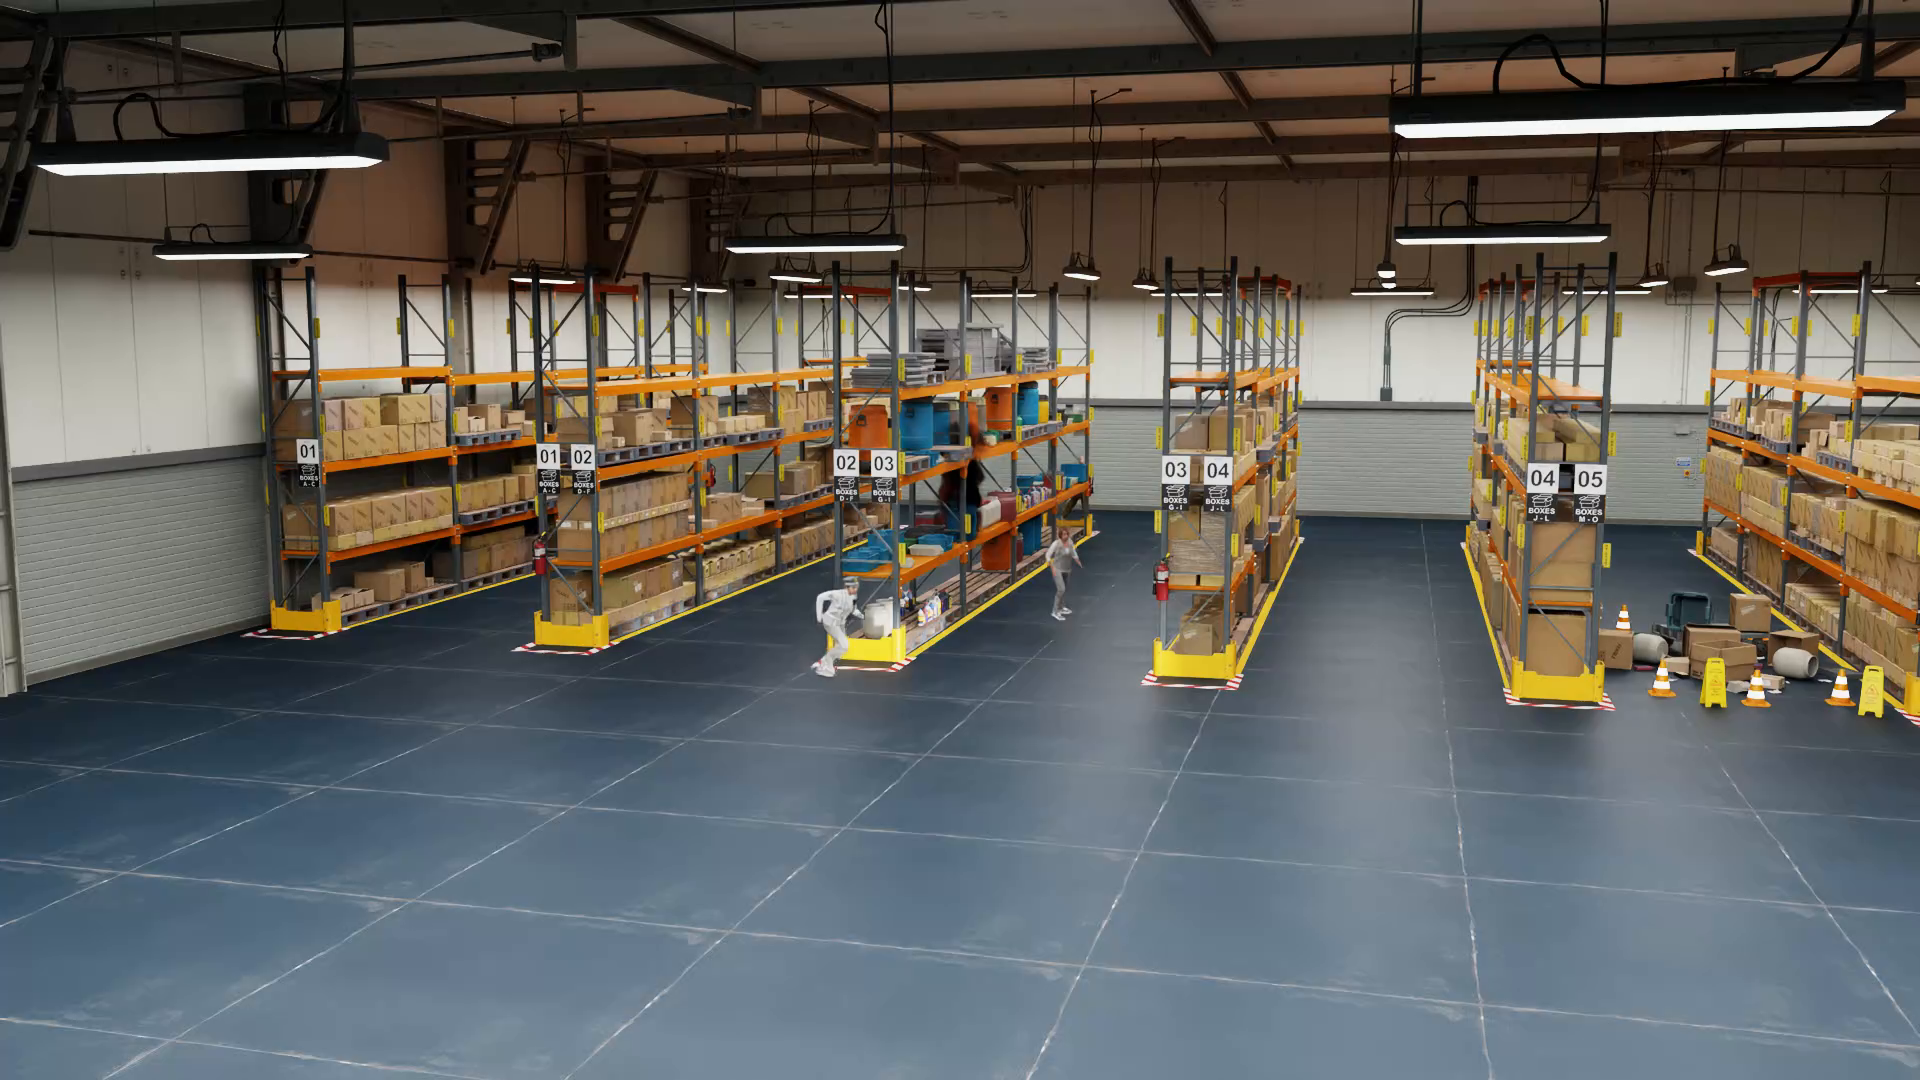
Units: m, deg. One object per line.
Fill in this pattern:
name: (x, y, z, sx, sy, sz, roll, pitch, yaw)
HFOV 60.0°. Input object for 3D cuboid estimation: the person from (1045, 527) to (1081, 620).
person: (1.690, 0.529, 27.203, 0.592, 1.550, 0.741, -5, 9, -36)

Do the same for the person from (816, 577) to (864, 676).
person: (-1.760, 1.248, 23.780, 0.854, 1.496, 0.647, 5, 9, 36)

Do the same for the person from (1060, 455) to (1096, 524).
person: (3.085, -1.271, 42.283, 0.745, 1.773, 1.068, -7, 10, -44)

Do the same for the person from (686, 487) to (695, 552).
person: (-5.708, -0.287, 35.308, 0.571, 1.699, 0.898, 3, 8, 22)

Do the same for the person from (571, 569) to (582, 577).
person: (-6.832, 0.330, 30.145, 0.705, 1.736, 0.884, 1, 7, 4)
